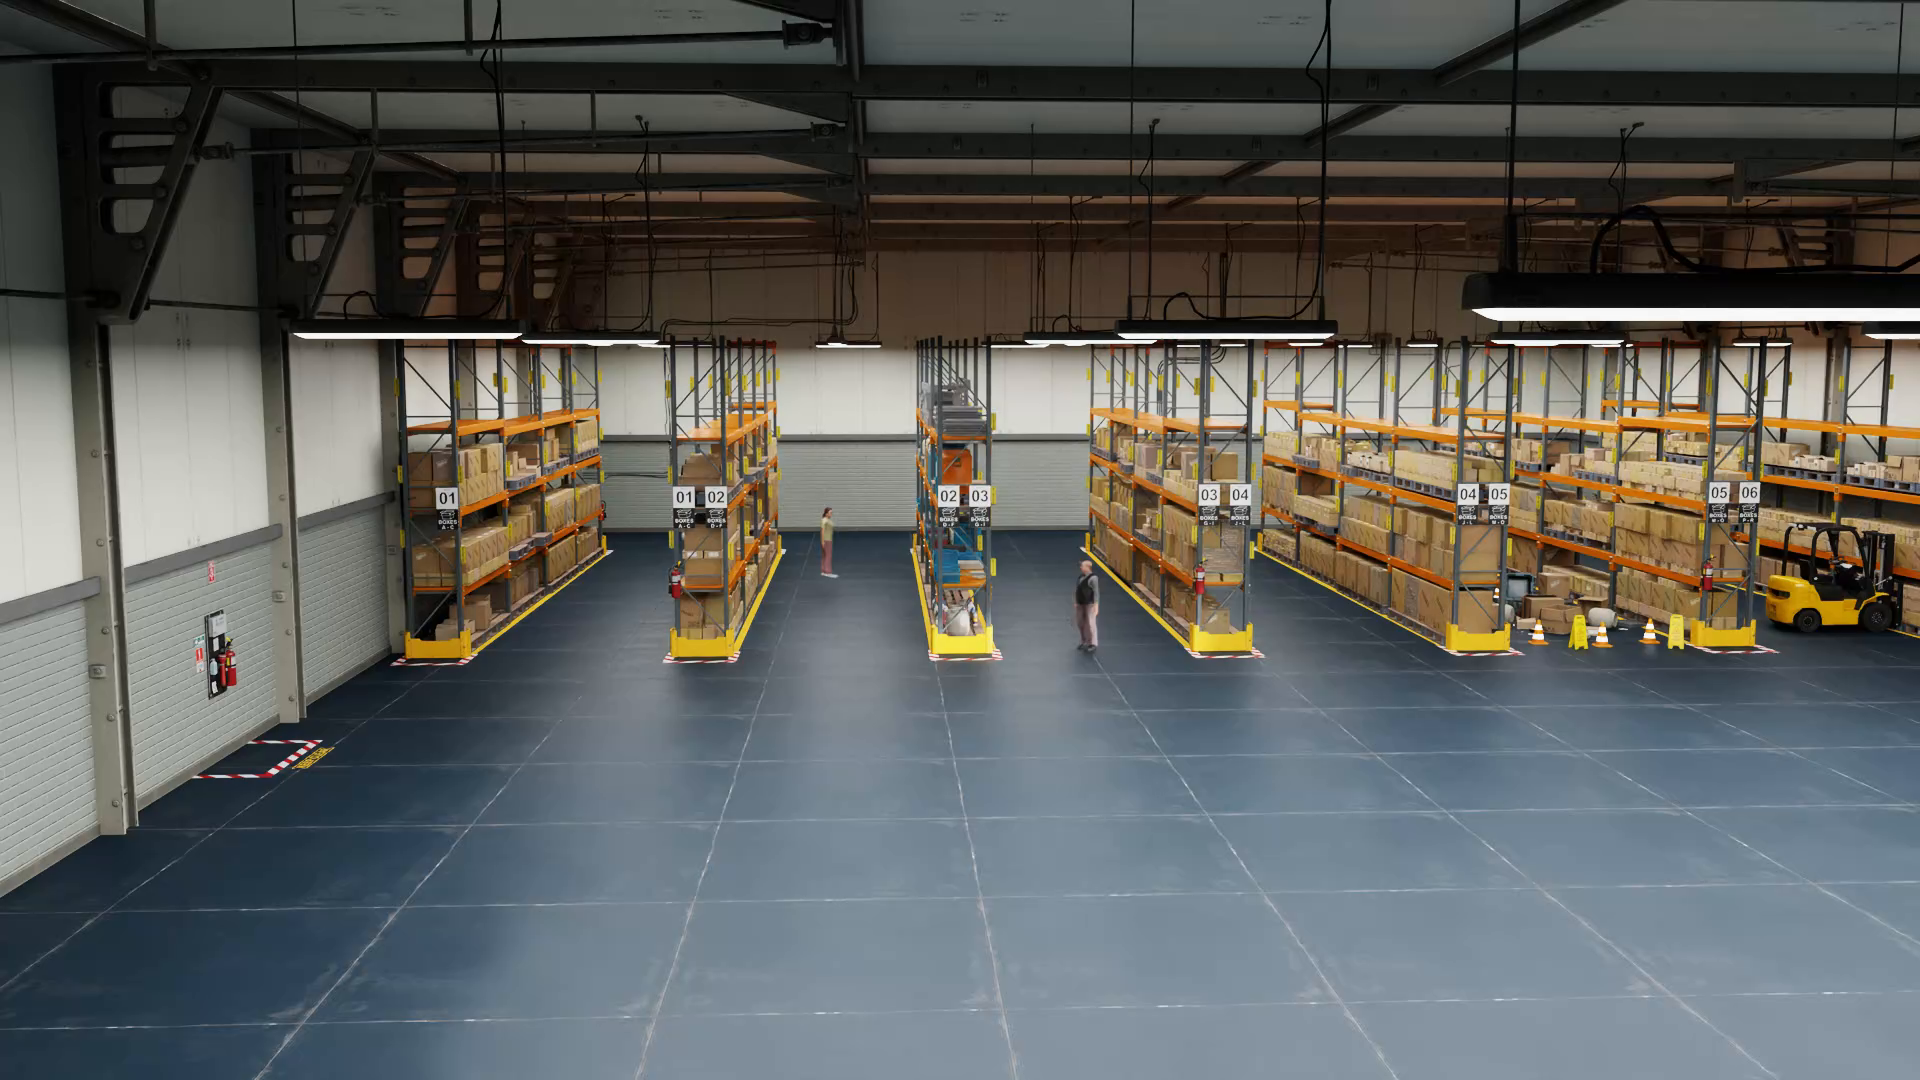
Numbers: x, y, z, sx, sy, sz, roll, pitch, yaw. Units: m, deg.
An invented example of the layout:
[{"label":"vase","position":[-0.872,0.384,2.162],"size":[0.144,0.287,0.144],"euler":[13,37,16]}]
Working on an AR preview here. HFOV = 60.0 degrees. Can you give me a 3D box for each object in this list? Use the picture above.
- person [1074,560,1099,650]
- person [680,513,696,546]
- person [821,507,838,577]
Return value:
[{"label":"person","position":[2.429,1.266,31.832],"size":[0.393,1.761,0.626],"euler":[-5,8,-38]},{"label":"person","position":[-7.092,-0.119,43.618],"size":[0.485,1.751,0.946],"euler":[0,6,0]},{"label":"person","position":[-3.164,0.051,40.187],"size":[0.416,1.665,0.458],"euler":[0,6,-3]}]
